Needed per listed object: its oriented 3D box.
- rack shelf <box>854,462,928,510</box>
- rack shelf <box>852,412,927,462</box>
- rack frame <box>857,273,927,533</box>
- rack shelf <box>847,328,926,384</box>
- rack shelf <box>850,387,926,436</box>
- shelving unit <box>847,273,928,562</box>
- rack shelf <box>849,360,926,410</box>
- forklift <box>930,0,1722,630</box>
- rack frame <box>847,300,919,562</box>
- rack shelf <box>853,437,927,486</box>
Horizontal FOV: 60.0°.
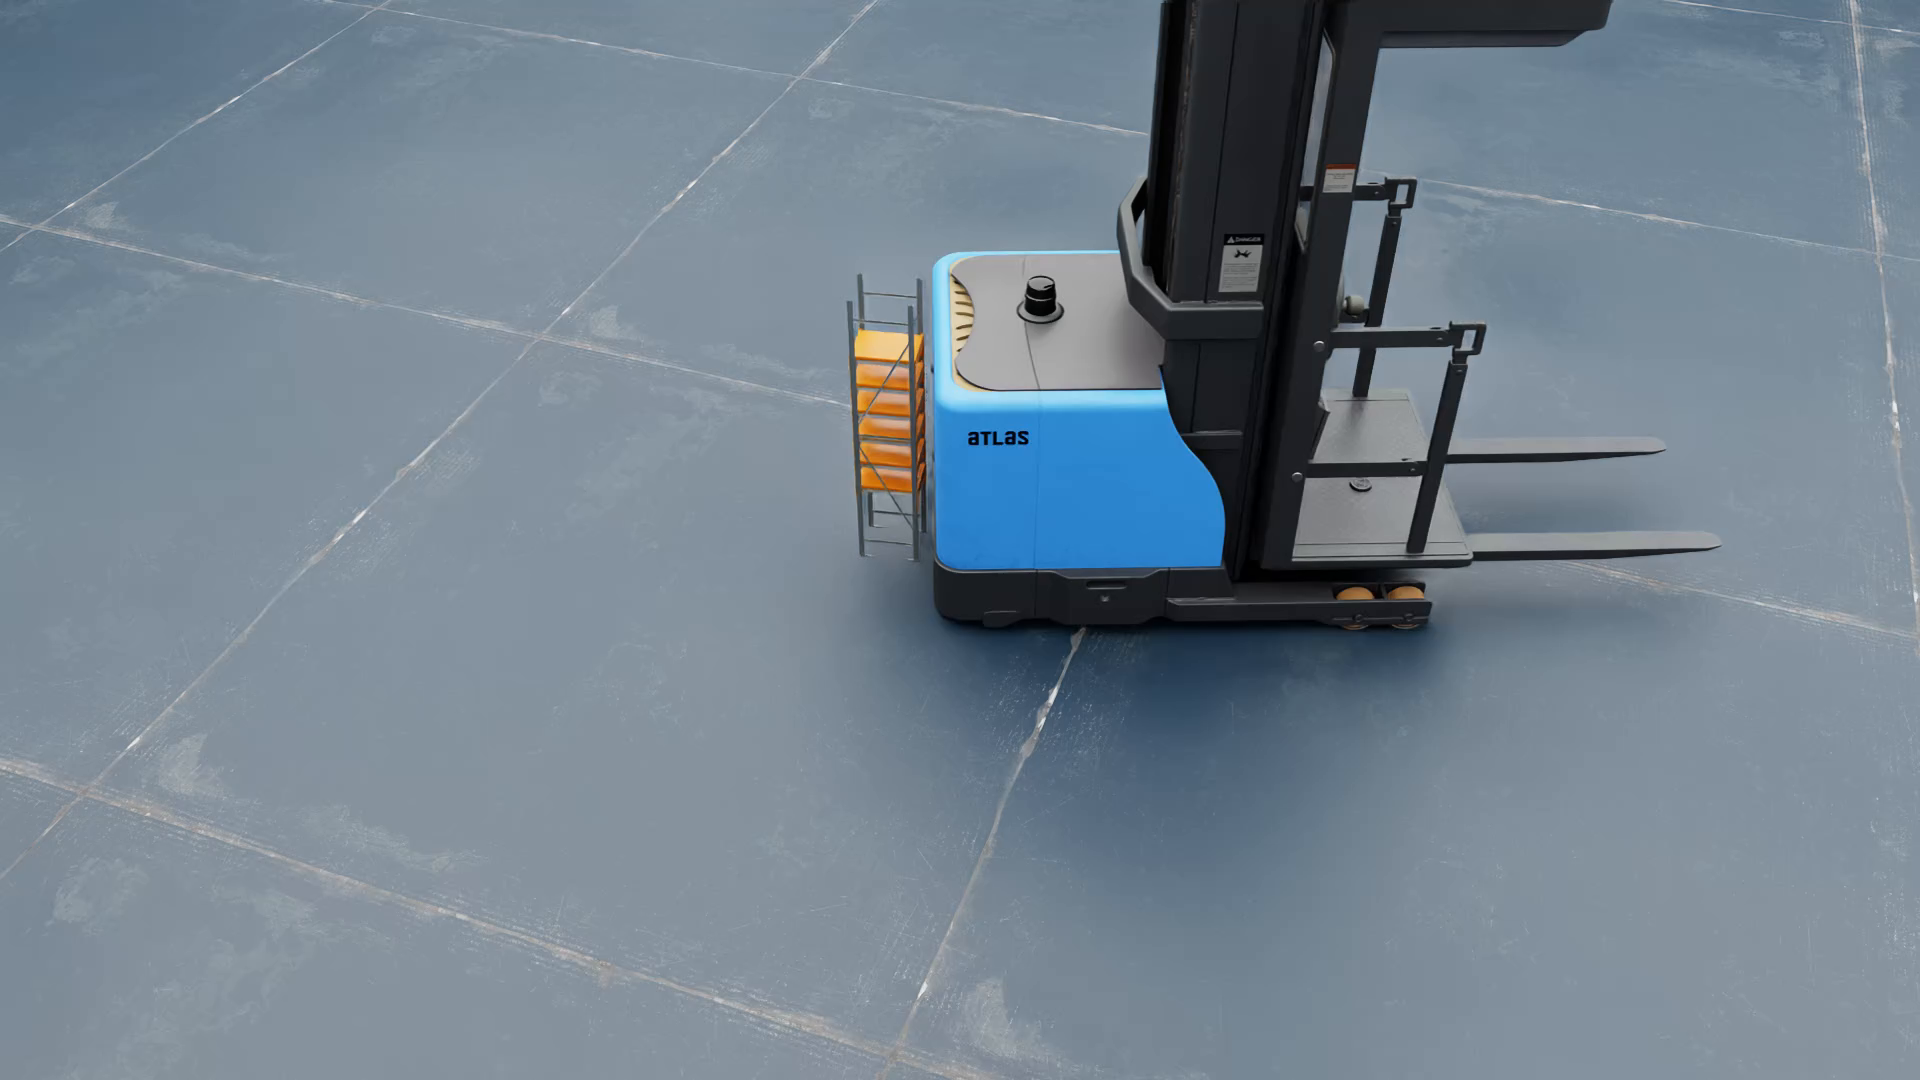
[{"bbox_3d":[-0.269,-0.224,6.527,0.258,0.103,0.180,6,41,7],"label":"rack shelf"},{"bbox_3d":[-0.269,-0.407,6.371,0.258,0.103,0.180,6,41,7],"label":"rack shelf"},{"bbox_3d":[-0.255,-0.499,6.411,0.240,1.200,0.006,6,41,7],"label":"rack frame"},{"bbox_3d":[-0.269,-0.681,6.137,0.258,0.103,0.180,6,41,7],"label":"rack shelf"},{"bbox_3d":[-0.269,-0.498,6.293,0.258,0.103,0.180,6,41,7],"label":"rack shelf"},{"bbox_3d":[-0.269,-0.441,6.342,0.258,1.200,0.189,6,41,7],"label":"shelving unit"},{"bbox_3d":[-0.269,-0.589,6.215,0.258,0.103,0.180,6,41,7],"label":"rack shelf"},{"bbox_3d":[1.406,-1.119,5.803,3.031,2.935,1.130,-1,40,-1],"label":"forklift"},{"bbox_3d":[-0.283,-0.382,6.273,0.240,1.200,0.006,6,41,7],"label":"rack frame"},{"bbox_3d":[-0.269,-0.315,6.449,0.258,0.103,0.180,6,41,7],"label":"rack shelf"}]
